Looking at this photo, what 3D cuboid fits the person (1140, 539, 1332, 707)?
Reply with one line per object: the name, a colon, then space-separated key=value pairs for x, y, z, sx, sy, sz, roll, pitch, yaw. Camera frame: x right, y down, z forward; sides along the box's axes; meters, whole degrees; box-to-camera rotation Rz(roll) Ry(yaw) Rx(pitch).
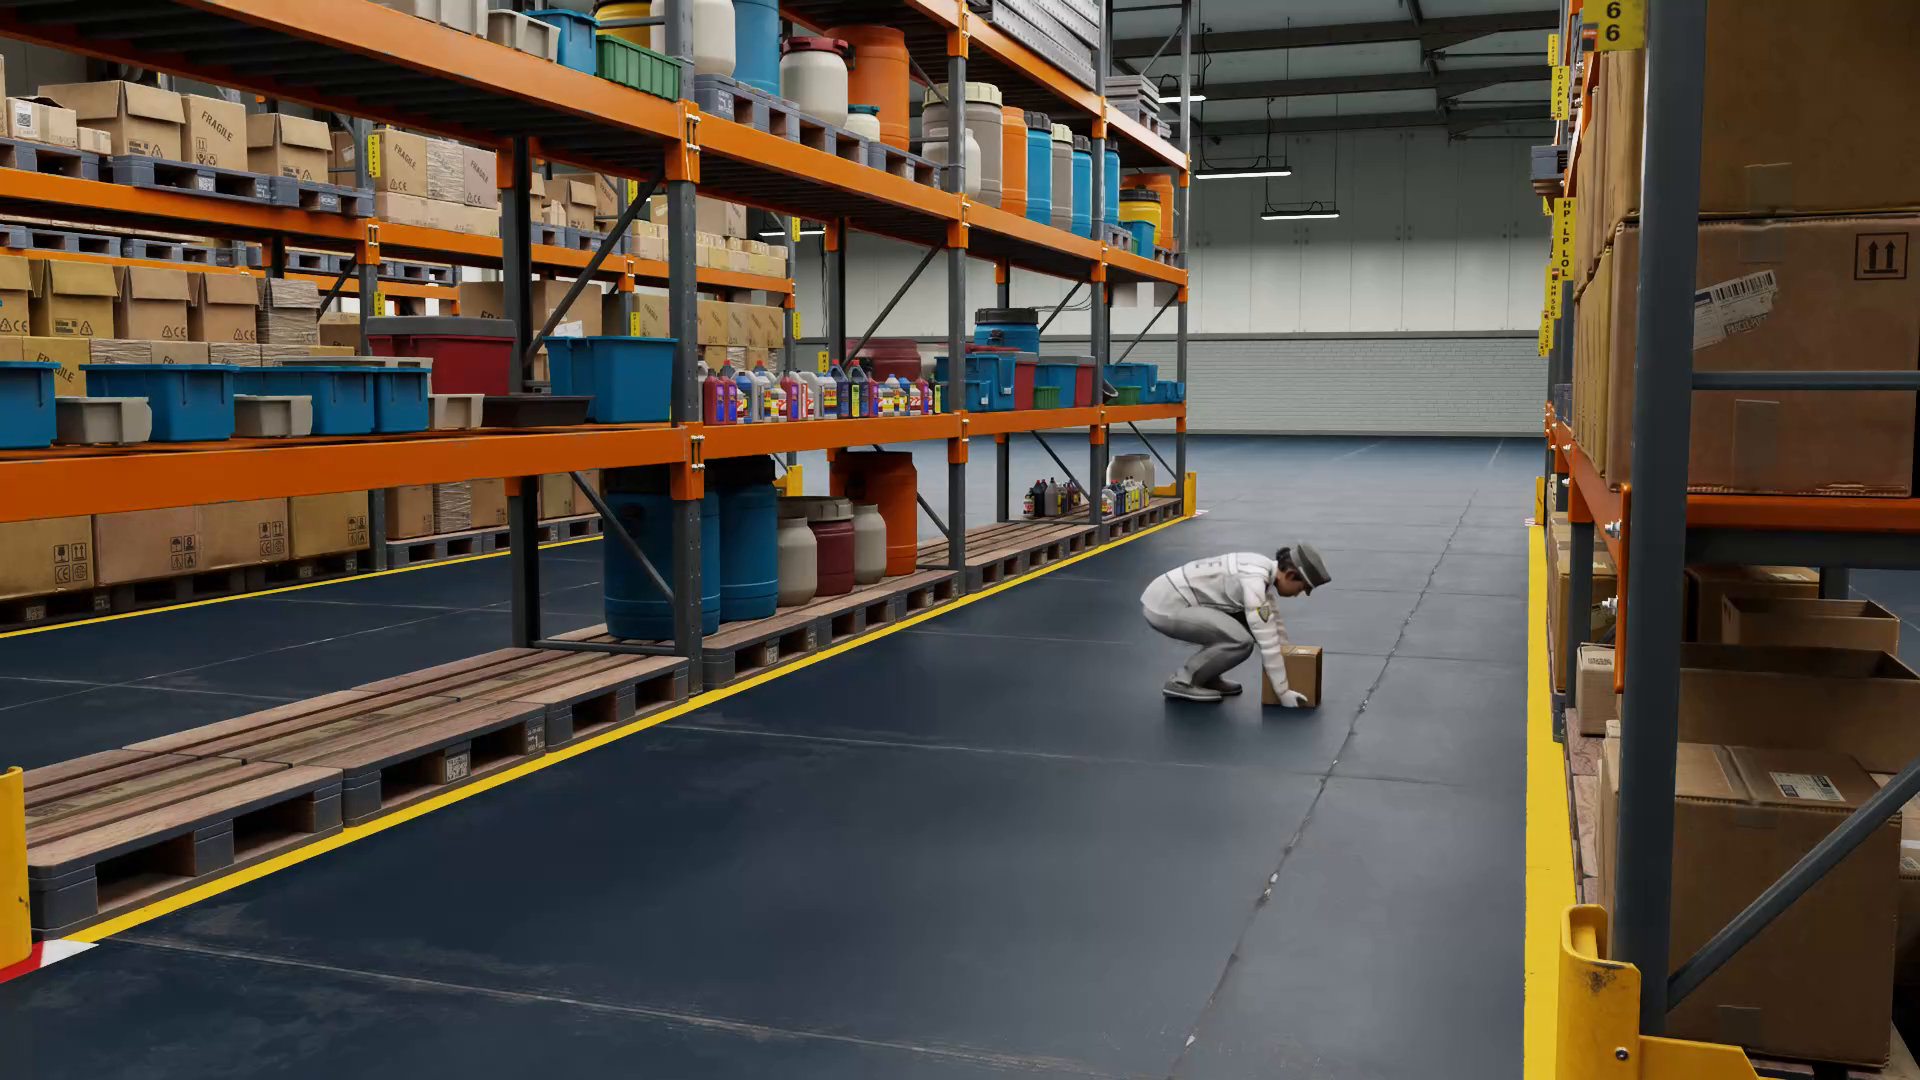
person: x=1.324 y=0.397 z=8.002 sx=0.900 sy=0.814 sz=0.457 roll=2 pitch=6 yaw=17
